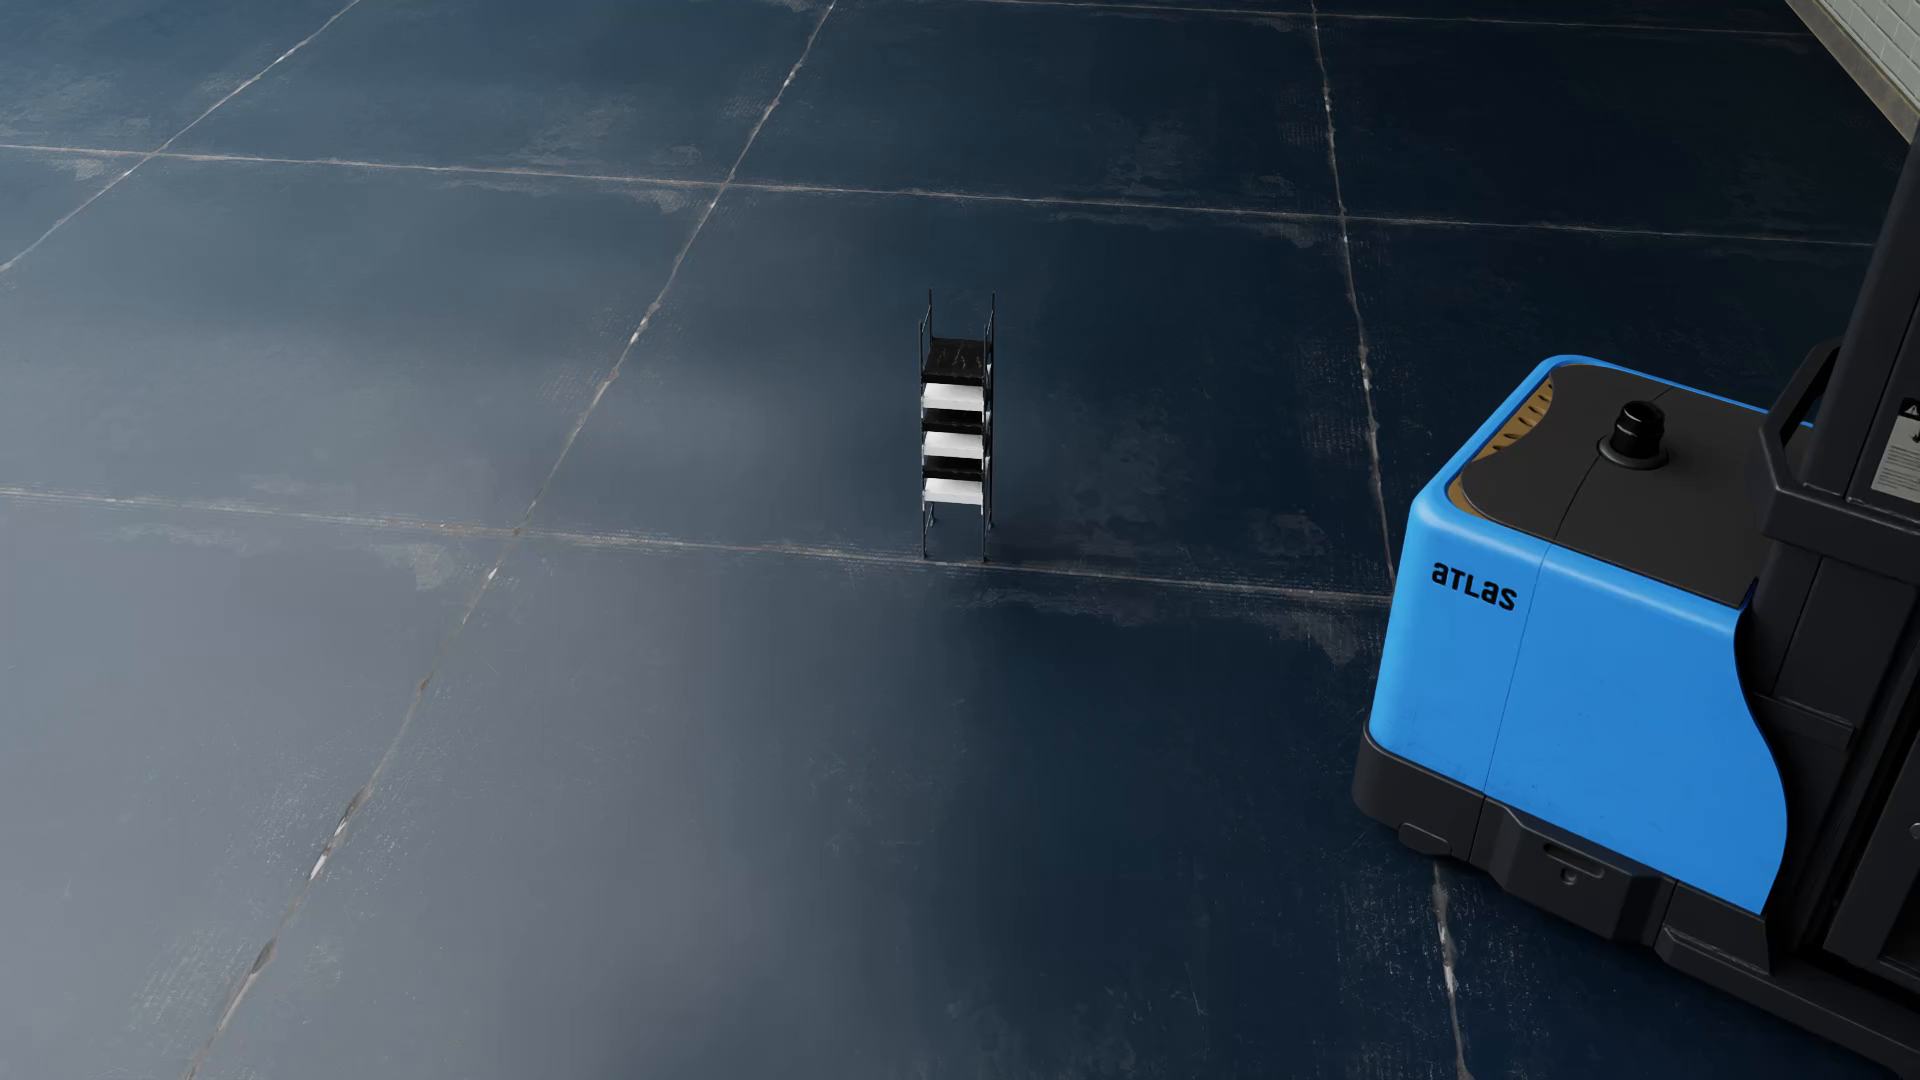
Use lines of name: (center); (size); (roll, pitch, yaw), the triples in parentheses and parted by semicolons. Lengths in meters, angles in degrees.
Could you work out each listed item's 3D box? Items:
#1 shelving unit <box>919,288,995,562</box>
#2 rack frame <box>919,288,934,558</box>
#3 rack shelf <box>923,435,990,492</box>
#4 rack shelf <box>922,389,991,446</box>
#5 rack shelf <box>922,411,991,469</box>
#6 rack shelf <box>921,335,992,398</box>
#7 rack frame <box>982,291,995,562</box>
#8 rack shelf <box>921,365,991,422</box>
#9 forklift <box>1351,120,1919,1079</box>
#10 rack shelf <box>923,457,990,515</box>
shelving unit: (-0.008, -0.367, 5.489); (0.210, 0.900, 0.258); (4, 36, 6)
rack frame: (-0.109, -0.374, 5.500); (0.006, 0.900, 0.240); (4, 36, 6)
rack shelf: (-0.008, -0.267, 5.561); (0.200, 0.077, 0.258); (4, 36, 6)
rack shelf: (-0.008, -0.413, 5.457); (0.200, 0.077, 0.258); (4, 36, 6)
rack shelf: (-0.008, -0.340, 5.509); (0.200, 0.077, 0.258); (4, 36, 6)
rack shelf: (-0.008, -0.560, 5.352); (0.200, 0.077, 0.258); (4, 36, 6)
rack frame: (0.093, -0.359, 5.479); (0.006, 0.900, 0.240); (4, 36, 6)
rack shelf: (-0.008, -0.486, 5.404); (0.200, 0.077, 0.258); (4, 36, 6)
forklift: (2.575, -0.125, 3.402); (3.031, 2.935, 1.130); (23, 42, 29)
rack shelf: (-0.008, -0.193, 5.613); (0.200, 0.077, 0.258); (4, 36, 6)
